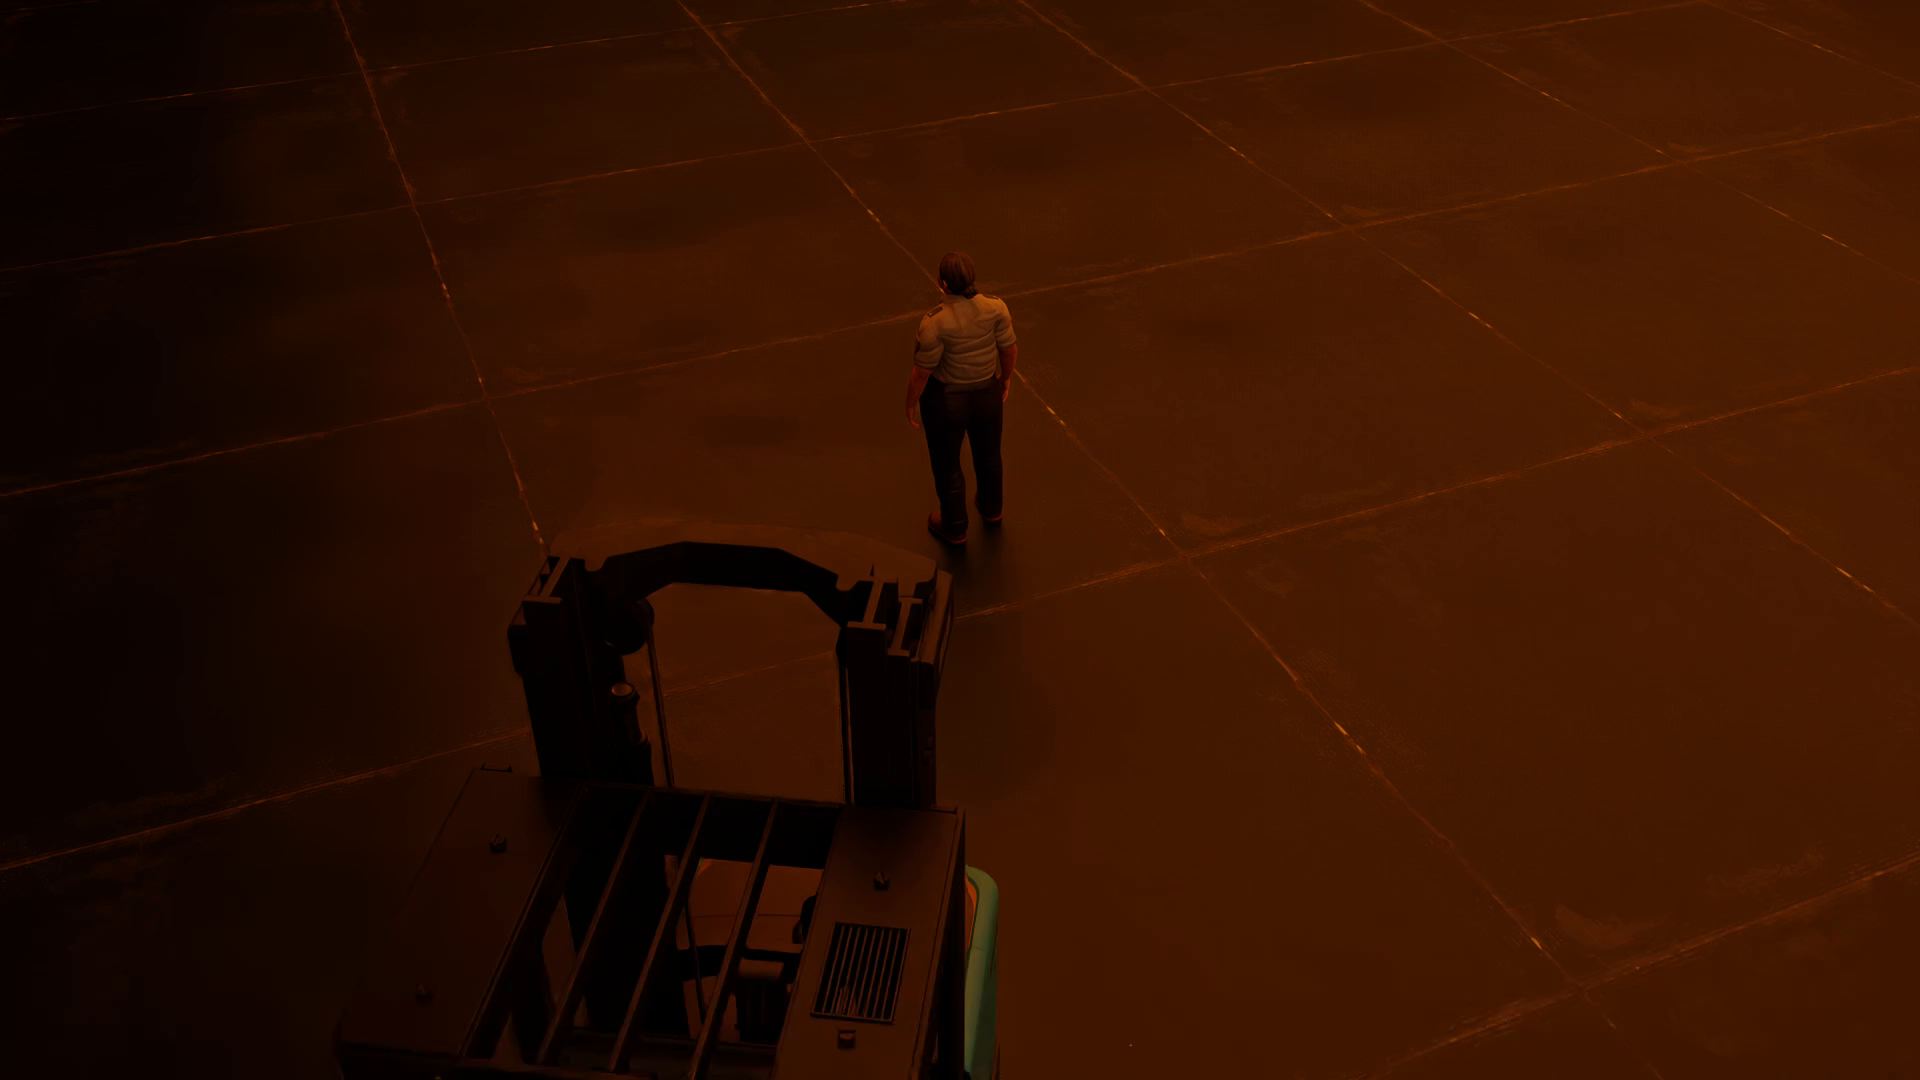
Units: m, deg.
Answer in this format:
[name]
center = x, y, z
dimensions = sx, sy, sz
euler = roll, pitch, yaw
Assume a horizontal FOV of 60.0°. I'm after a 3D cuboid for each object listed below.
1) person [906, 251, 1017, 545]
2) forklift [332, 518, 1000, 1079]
[person]
center = -0.014, -0.730, 8.221
dimensions = 0.598, 1.651, 0.502
euler = -14, 38, -19
[forklift]
center = -0.564, 1.538, 3.935
dimensions = 1.130, 2.935, 3.031
euler = 4, 36, 6
